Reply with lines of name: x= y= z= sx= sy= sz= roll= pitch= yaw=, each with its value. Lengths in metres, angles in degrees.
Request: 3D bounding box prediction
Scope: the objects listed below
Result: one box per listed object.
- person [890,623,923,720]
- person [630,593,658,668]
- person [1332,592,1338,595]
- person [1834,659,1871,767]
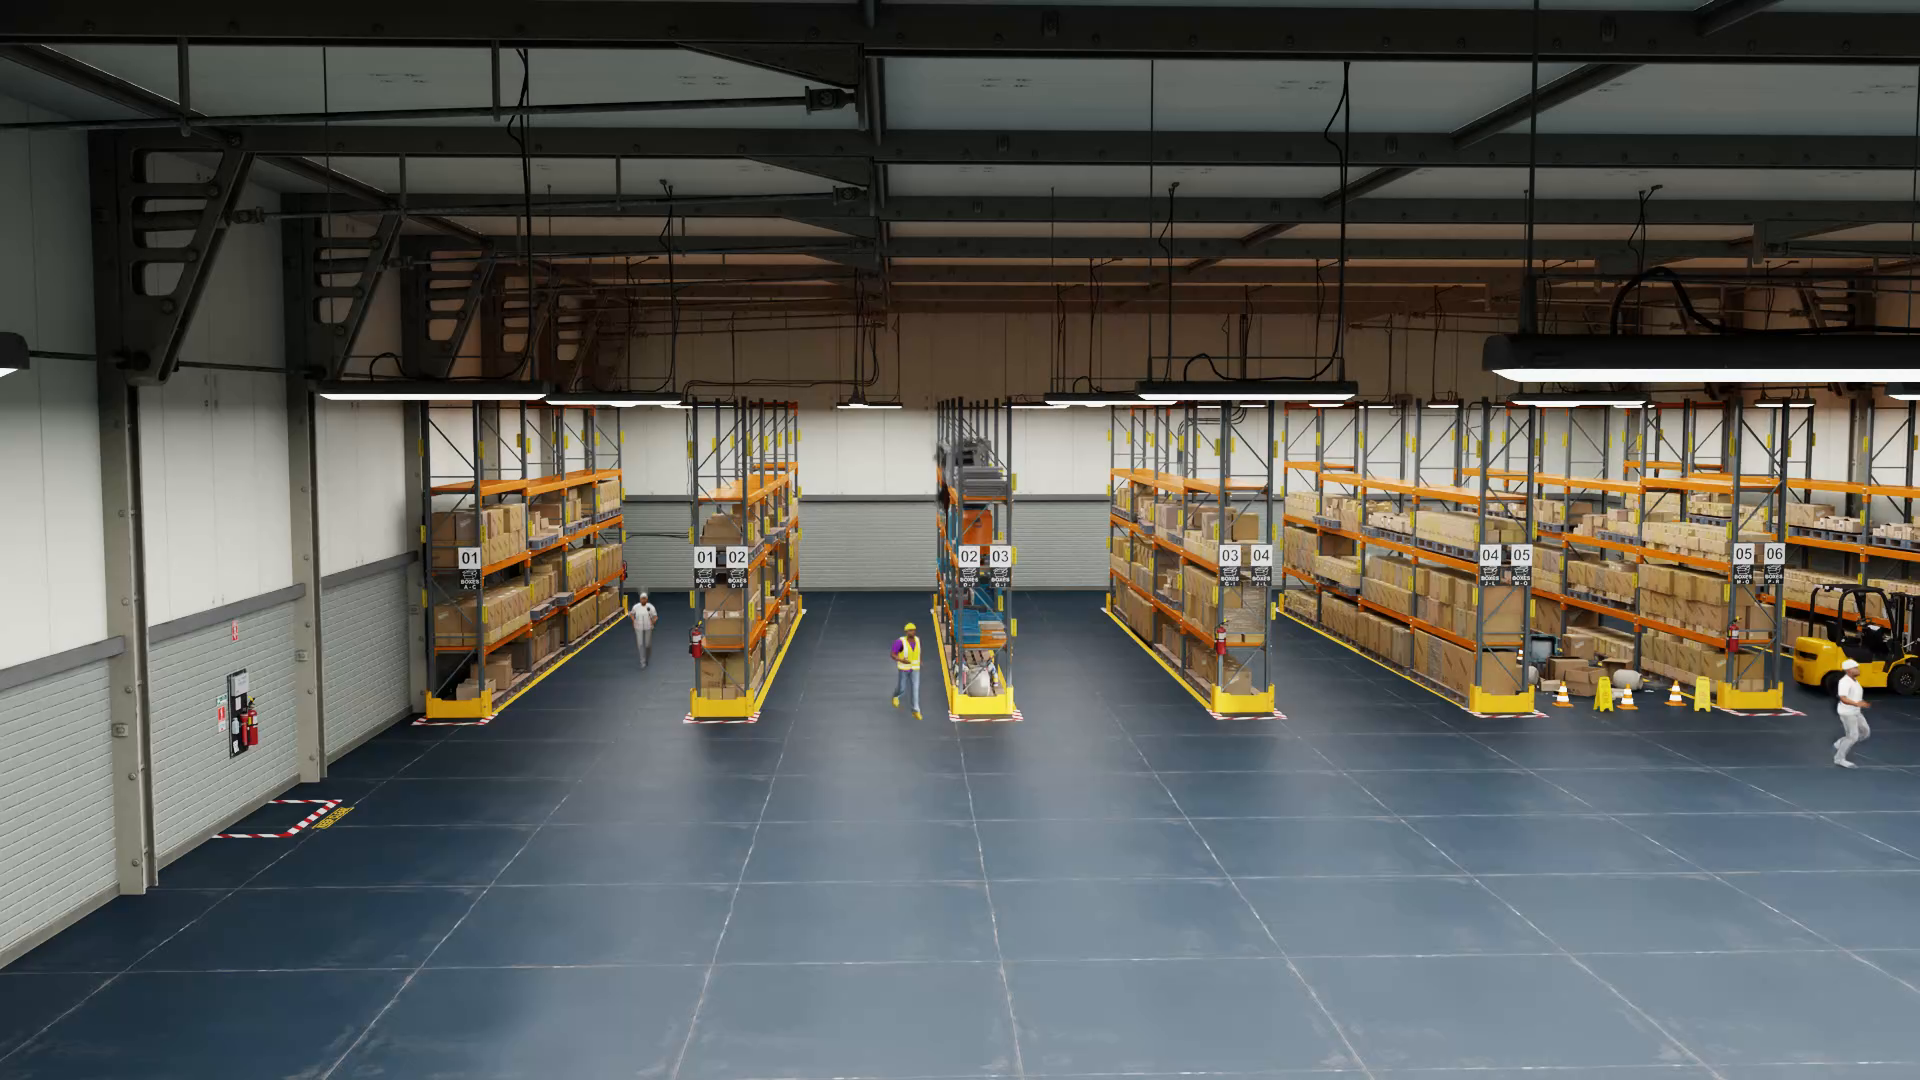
person: x=-0.984 y=2.434 z=31.227 sx=0.690 sy=1.757 sz=1.129 roll=-2 pitch=5 yaw=-22
person: x=-7.125 y=2.022 z=37.492 sx=0.607 sy=1.665 sz=0.830 roll=-1 pitch=4 yaw=-9
person: x=11.061 y=1.080 z=48.822 sx=0.728 sy=1.800 sz=0.688 roll=0 pitch=4 yaw=-6
person: x=14.376 y=2.785 z=26.773 sx=0.558 sy=1.732 sz=0.757 roll=4 pitch=6 yaw=41
